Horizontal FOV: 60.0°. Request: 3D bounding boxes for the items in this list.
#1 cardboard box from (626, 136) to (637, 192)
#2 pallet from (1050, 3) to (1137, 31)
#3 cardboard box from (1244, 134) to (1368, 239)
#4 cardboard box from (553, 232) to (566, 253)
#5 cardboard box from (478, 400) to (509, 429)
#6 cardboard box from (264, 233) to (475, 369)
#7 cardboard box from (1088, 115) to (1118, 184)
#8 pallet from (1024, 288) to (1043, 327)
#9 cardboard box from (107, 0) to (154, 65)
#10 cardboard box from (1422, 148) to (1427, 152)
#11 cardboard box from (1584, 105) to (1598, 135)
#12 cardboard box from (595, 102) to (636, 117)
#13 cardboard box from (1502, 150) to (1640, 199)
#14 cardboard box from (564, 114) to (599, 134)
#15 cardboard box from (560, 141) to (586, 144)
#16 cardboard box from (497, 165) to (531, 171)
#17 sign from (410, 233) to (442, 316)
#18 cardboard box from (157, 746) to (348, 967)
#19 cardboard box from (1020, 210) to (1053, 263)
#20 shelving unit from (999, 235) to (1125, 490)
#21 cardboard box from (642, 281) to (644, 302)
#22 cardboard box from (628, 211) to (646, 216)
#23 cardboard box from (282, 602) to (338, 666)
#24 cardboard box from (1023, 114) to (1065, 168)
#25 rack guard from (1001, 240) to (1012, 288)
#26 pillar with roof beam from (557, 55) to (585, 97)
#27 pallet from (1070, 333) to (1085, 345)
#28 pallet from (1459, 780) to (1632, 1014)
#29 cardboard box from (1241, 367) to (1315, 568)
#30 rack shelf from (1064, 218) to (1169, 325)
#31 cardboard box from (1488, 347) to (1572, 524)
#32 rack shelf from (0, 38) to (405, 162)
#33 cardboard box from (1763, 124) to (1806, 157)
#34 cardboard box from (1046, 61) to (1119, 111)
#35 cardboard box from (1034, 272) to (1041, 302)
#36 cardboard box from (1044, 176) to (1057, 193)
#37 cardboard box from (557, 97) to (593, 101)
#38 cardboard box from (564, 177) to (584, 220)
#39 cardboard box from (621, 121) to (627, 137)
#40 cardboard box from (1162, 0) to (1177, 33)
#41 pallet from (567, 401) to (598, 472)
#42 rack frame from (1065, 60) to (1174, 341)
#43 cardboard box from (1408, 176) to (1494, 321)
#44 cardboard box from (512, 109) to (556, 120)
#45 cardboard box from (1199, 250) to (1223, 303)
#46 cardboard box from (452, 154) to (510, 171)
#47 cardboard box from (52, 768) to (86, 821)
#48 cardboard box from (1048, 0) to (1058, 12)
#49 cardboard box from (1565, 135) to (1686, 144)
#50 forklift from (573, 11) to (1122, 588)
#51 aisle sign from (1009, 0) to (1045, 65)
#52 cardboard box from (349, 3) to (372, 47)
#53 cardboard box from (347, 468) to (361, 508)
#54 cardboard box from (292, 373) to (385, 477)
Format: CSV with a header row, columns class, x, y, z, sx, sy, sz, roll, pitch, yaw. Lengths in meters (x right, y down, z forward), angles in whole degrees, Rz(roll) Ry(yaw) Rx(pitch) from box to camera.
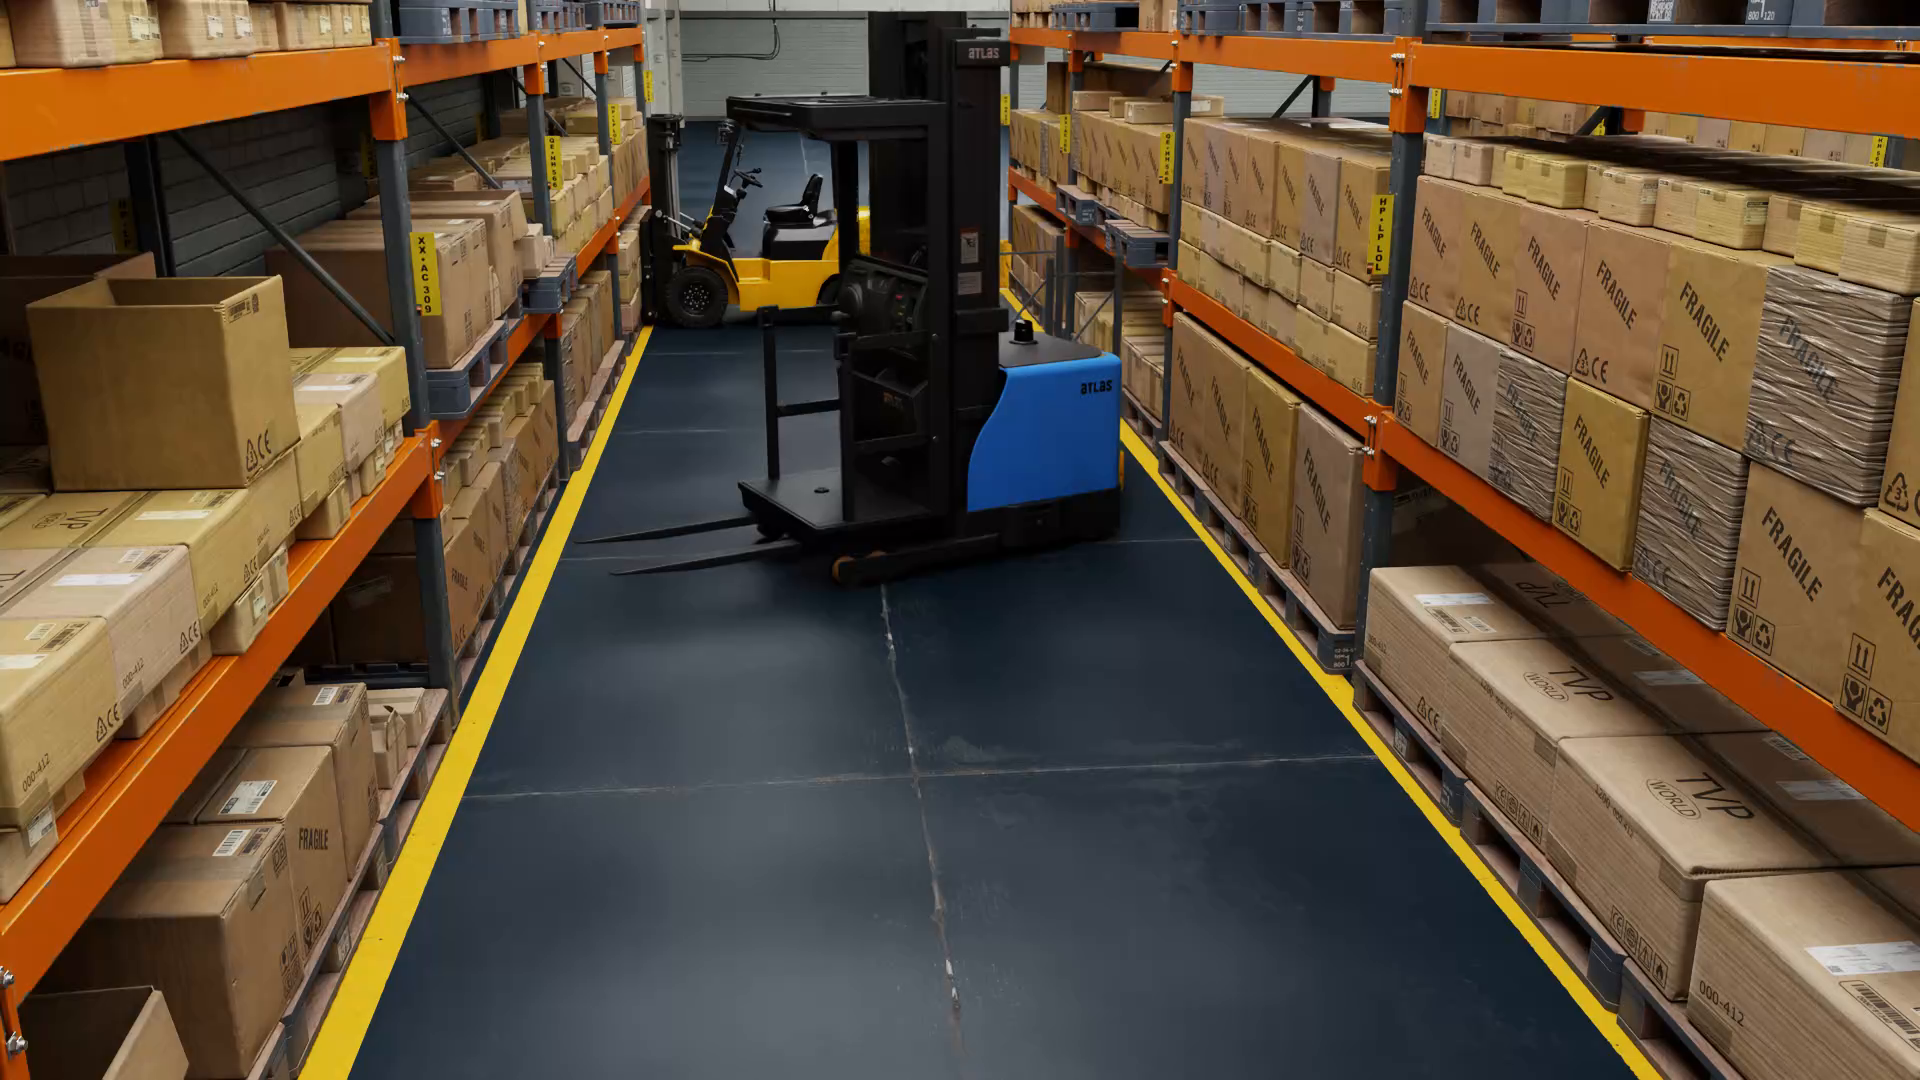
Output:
class,x,y,z,sx,sy,sz,roll,pitch,yaw
cardboard box,-3.417,-3.644,16.110,0.500,0.500,0.500,-2,18,-5
pallet,1.418,-4.309,13.700,1.213,0.211,1.003,-2,18,-6
cardboard box,1.828,-1.881,8.823,0.500,0.500,0.500,-1,17,-5
cardboard box,-2.867,-1.877,10.897,0.500,0.250,0.500,-2,18,-5
cardboard box,-2.710,-0.672,9.198,0.380,0.149,0.250,-2,18,-6
cardboard box,-2.479,-1.016,7.037,0.700,0.500,0.500,-1,17,-4
cardboard box,1.313,-3.099,13.176,0.500,0.500,0.500,-2,18,-6
pallet,1.227,-2.388,16.930,1.003,0.211,1.213,-2,18,-6
cardboard box,-2.060,-1.148,3.737,0.380,0.149,0.250,-2,18,-6
cardboard box,2.446,-1.587,7.887,0.500,0.500,0.500,-2,18,-6
cardboard box,6.370,-4.035,15.470,0.875,0.550,0.550,-2,18,-6
cardboard box,-3.443,-4.291,16.589,0.380,0.149,0.250,-1,17,-4
cardboard box,2.135,-1.277,5.817,0.380,0.149,0.250,-2,18,-6
cardboard box,-3.214,-3.603,14.401,0.380,0.149,0.250,-1,17,-5
cardboard box,-3.203,-3.112,13.331,0.380,0.149,0.250,-2,18,-6
cardboard box,-2.885,-2.425,11.143,0.380,0.149,0.250,-1,17,-4
sign,-2.112,-1.049,6.565,0.100,0.325,0.005,-2,18,-6
cardboard box,-2.212,0.966,5.065,0.500,0.500,0.500,-1,17,-5
cardboard box,0.917,-3.181,17.439,0.500,0.500,0.500,-2,18,-8
shelving unit,0.615,-1.164,10.882,0.587,1.500,1.083,-5,18,-17
cardboard box,-3.366,-2.498,16.516,0.500,0.250,0.500,-1,17,-4
cardboard box,-3.473,-3.278,17.330,0.500,0.250,0.500,-1,17,-5
cardboard box,-2.996,0.238,7.382,0.500,0.500,0.500,-2,18,-6
cardboard box,0.931,-4.080,17.003,0.500,0.500,0.500,-2,18,-7
rack guard,1.056,-3.131,18.816,1.175,0.500,0.348,-2,18,-6
pillar with roof beam,-1.050,-8.739,22.491,9.100,9.000,0.400,-2,18,-6
pallet,1.542,-1.592,14.397,1.003,0.211,1.213,-2,18,-6
pallet,2.415,1.153,5.654,1.003,0.211,1.213,-2,18,-6
cardboard box,2.041,-0.409,8.818,0.875,0.875,0.875,-1,17,-4
rack shelf,1.667,-2.216,12.927,1.077,0.370,4.000,-2,18,-6
cardboard box,2.166,-0.373,5.689,0.500,0.500,0.500,-2,18,-5
rack shelf,-2.445,-1.109,4.394,1.077,0.370,4.000,-2,18,-6
cardboard box,6.641,-3.108,12.733,0.700,0.500,0.500,-2,18,-6
cardboard box,1.318,-4.868,17.841,0.700,0.500,0.500,-2,18,-7
cardboard box,1.019,-2.521,16.589,0.500,0.250,0.500,-2,17,-5
cardboard box,1.016,-3.424,15.994,0.380,0.149,0.250,-2,18,-6
cardboard box,-4.067,-4.584,17.525,0.380,0.149,0.250,-2,18,-7
cardboard box,-2.953,-2.421,11.796,0.500,0.250,0.500,-2,18,-7
cardboard box,-3.387,-3.922,15.911,0.380,0.149,0.250,-2,18,-7
cardboard box,1.785,-3.724,11.358,0.700,0.500,0.500,-2,18,-6
pallet,-3.110,-0.724,11.632,1.003,0.211,1.213,-2,18,-6
rack frame,1.460,-3.155,14.718,1.000,3.000,0.127,-2,18,-6
cardboard box,2.094,-1.147,6.485,0.500,0.500,0.500,-2,18,-5
cardboard box,-3.930,-3.890,15.314,0.380,0.149,0.250,-2,18,-7
cardboard box,1.744,-1.585,9.969,0.500,0.250,0.500,-2,18,-7
cardboard box,-3.476,-2.713,12.061,0.380,0.149,0.250,-1,17,-4
cardboard box,-2.072,0.514,3.451,0.380,0.149,0.250,-1,17,-4
cardboard box,1.094,-4.930,15.118,0.500,0.250,0.500,-2,18,-7
cardboard box,2.634,-1.523,6.603,0.380,0.149,0.250,-2,18,-7
forklift,-0.601,-1.323,8.998,3.031,2.935,1.130,-10,20,-28
aisle sign,0.733,-5.596,18.152,0.394,0.787,0.004,-2,18,-6
cardboard box,-2.320,-1.830,5.910,0.380,0.149,0.250,-2,18,-6
cardboard box,-2.268,-0.177,5.653,0.380,0.149,0.250,-1,17,-4
cardboard box,-2.290,-0.394,5.678,0.500,0.250,0.500,-2,18,-5
